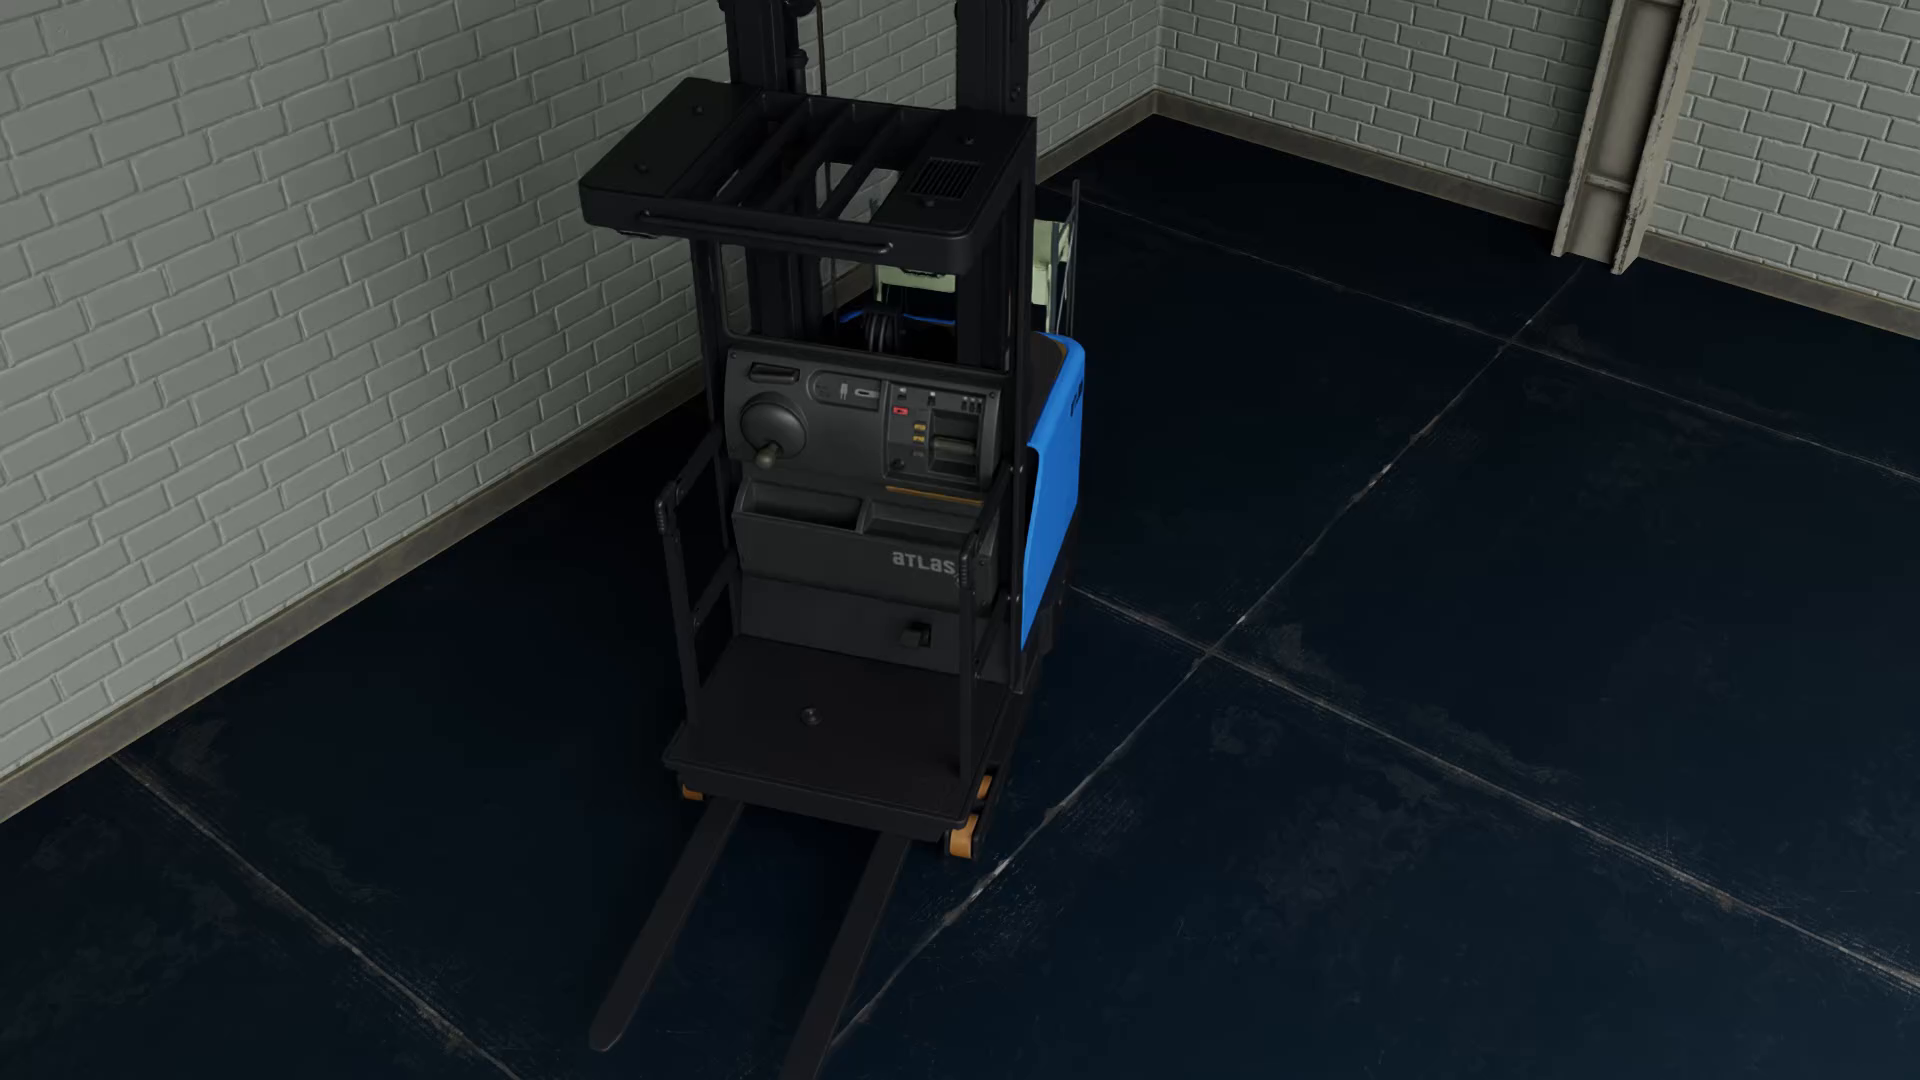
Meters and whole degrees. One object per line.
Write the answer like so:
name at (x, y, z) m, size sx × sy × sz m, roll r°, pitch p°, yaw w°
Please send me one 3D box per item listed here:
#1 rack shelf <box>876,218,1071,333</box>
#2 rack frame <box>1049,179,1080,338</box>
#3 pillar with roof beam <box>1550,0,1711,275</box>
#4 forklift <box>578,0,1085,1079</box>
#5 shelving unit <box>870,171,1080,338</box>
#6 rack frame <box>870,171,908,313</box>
rack shelf at (0.064, -1.105, 6.811) m, size 0.720 × 0.370 × 0.431 m, roll 10°, pitch 39°, yaw 12°
rack frame at (0.416, -0.737, 6.974) m, size 0.023 × 1.500 × 0.400 m, roll 10°, pitch 39°, yaw 12°
pillar with roof beam at (0.931, -3.033, 3.825) m, size 0.400 × 9.000 × 9.100 m, roll 25°, pitch 45°, yaw 29°
forklift at (-0.382, -0.311, 5.269) m, size 1.130 × 2.935 × 3.031 m, roll 10°, pitch 39°, yaw 12°
shelving unit at (0.064, -0.797, 7.052) m, size 0.755 × 1.500 × 0.431 m, roll 10°, pitch 39°, yaw 12°
rack frame at (-0.289, -0.858, 7.130) m, size 0.023 × 1.500 × 0.400 m, roll 10°, pitch 39°, yaw 12°
